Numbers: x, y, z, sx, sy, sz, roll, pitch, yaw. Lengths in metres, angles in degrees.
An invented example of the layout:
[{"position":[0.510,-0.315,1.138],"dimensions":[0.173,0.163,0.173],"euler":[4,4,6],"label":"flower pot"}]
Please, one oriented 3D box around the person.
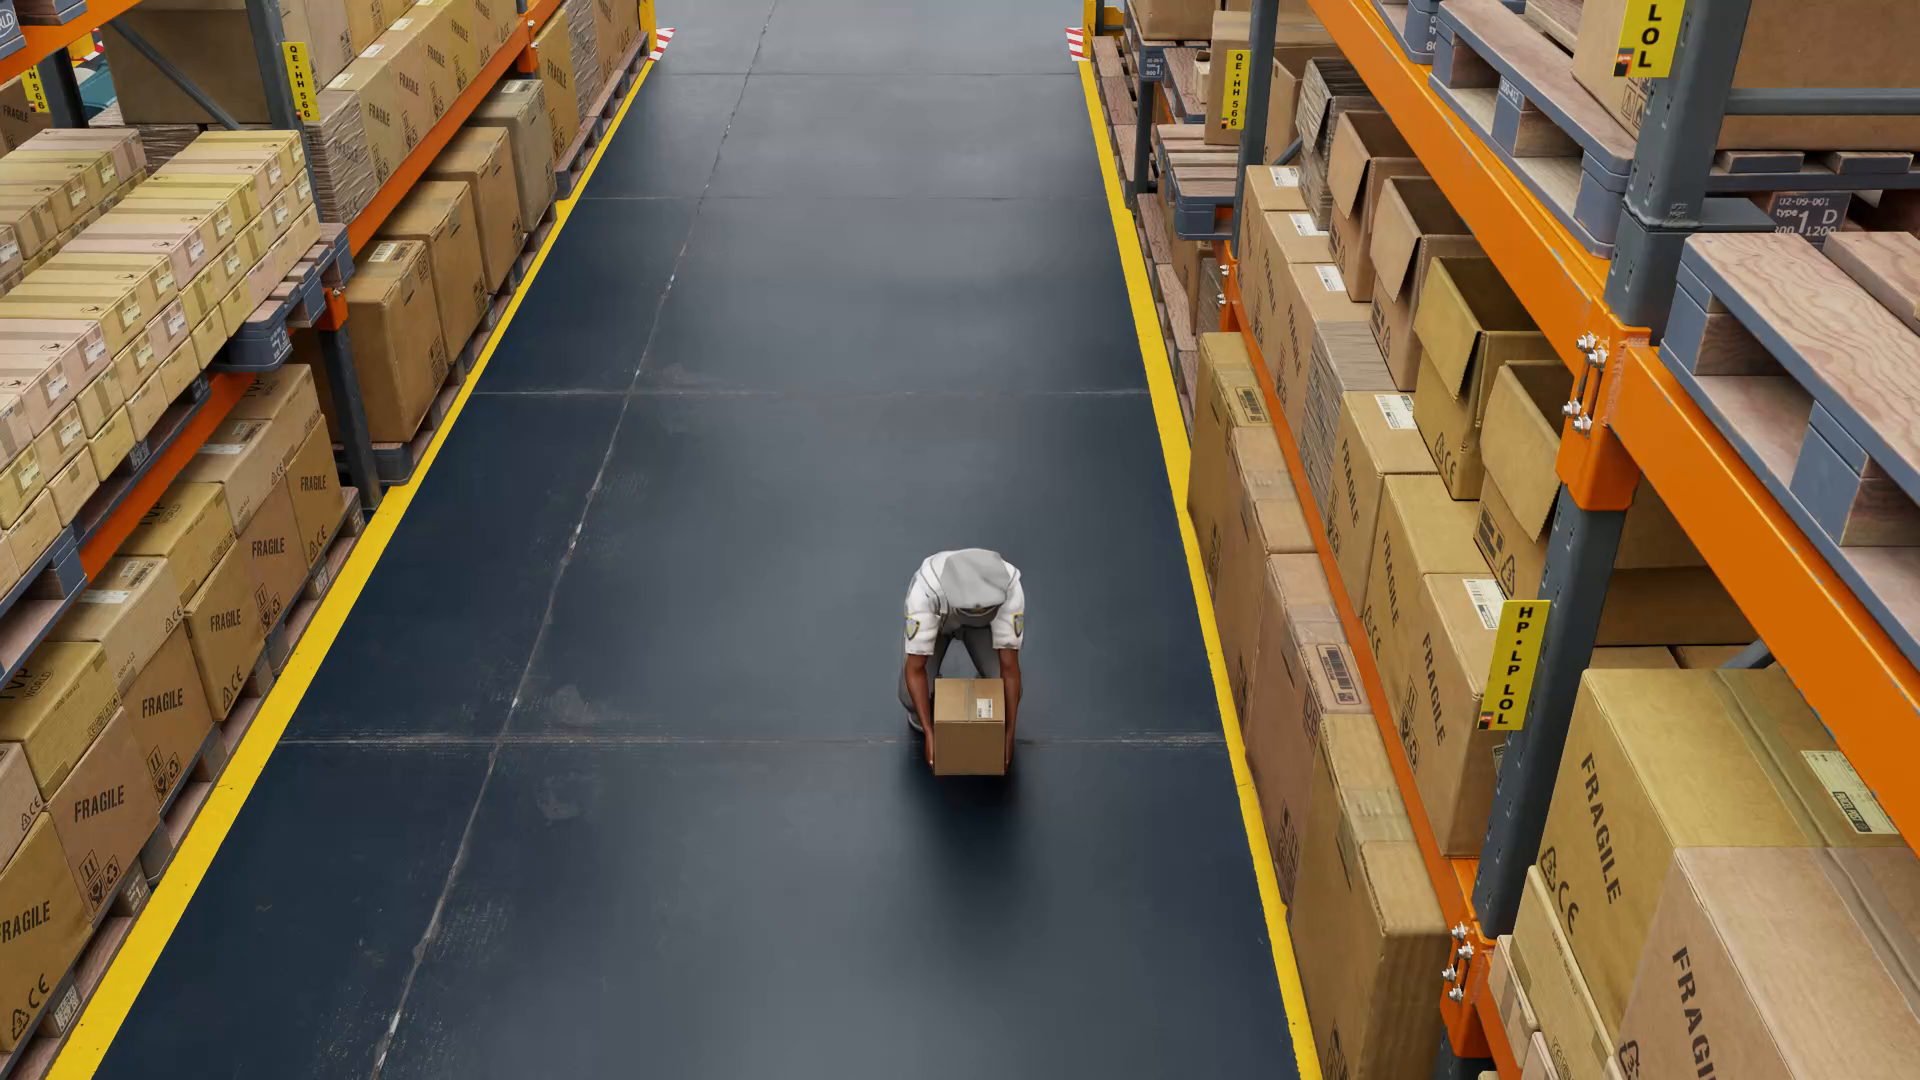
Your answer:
[{"position":[0.000,0.371,6.228],"dimensions":[0.473,0.952,0.875],"euler":[-1,32,-1],"label":"person"}]
